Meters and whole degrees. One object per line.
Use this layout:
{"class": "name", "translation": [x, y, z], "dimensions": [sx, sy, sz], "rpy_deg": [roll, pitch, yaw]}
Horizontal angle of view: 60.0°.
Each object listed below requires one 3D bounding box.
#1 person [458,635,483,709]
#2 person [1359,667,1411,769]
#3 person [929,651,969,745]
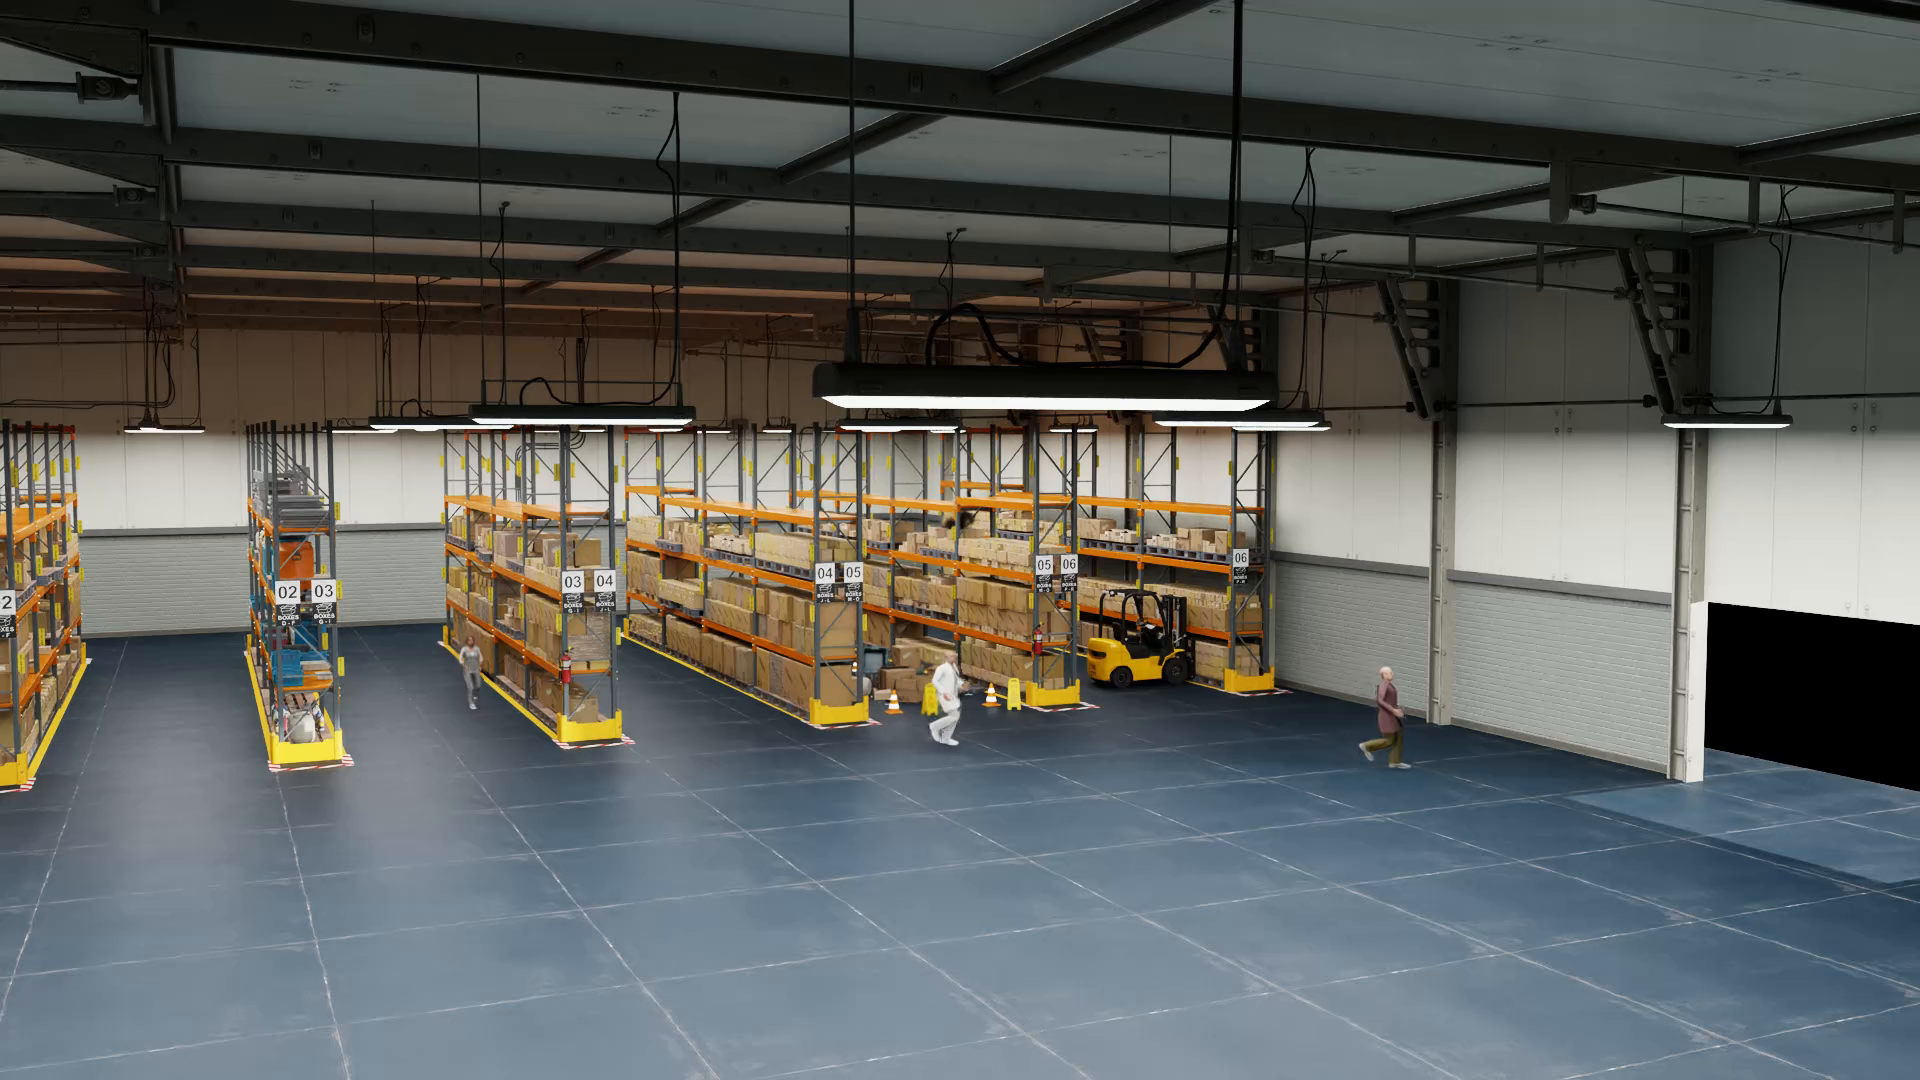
{"class": "person", "translation": [-10.230, 2.769, 34.829], "dimensions": [0.512, 1.549, 0.524], "rpy_deg": [-2, 4, -28]}
{"class": "person", "translation": [7.325, 3.054, 28.609], "dimensions": [0.865, 1.745, 0.726], "rpy_deg": [1, 4, 21]}
{"class": "person", "translation": [-0.193, 2.925, 30.890], "dimensions": [0.670, 1.748, 0.699], "rpy_deg": [2, 4, 25]}
